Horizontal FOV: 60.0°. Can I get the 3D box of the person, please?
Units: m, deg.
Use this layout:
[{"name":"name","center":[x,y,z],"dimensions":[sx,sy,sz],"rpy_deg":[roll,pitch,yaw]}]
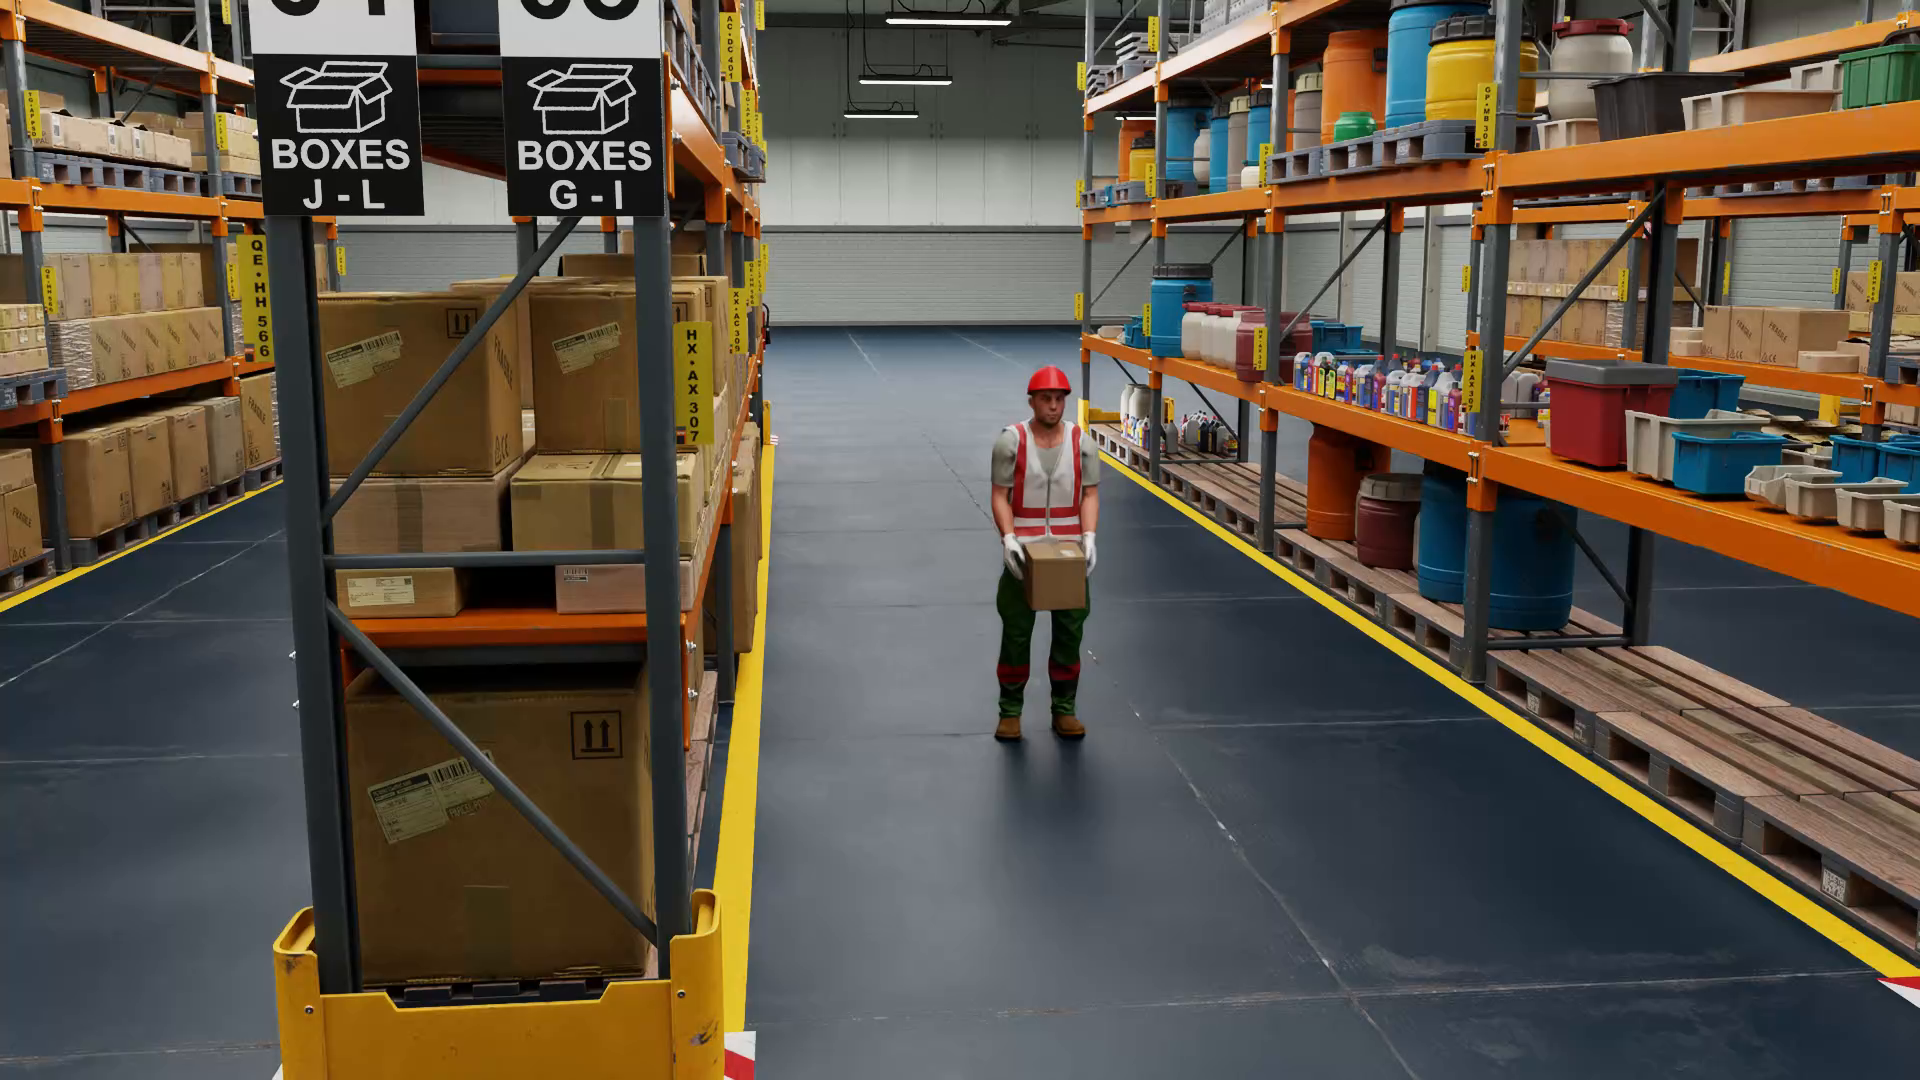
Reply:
[{"name":"person","center":[0.417,0.060,7.975],"dimensions":[0.535,1.792,0.462],"rpy_deg":[-1,10,-7]}]
